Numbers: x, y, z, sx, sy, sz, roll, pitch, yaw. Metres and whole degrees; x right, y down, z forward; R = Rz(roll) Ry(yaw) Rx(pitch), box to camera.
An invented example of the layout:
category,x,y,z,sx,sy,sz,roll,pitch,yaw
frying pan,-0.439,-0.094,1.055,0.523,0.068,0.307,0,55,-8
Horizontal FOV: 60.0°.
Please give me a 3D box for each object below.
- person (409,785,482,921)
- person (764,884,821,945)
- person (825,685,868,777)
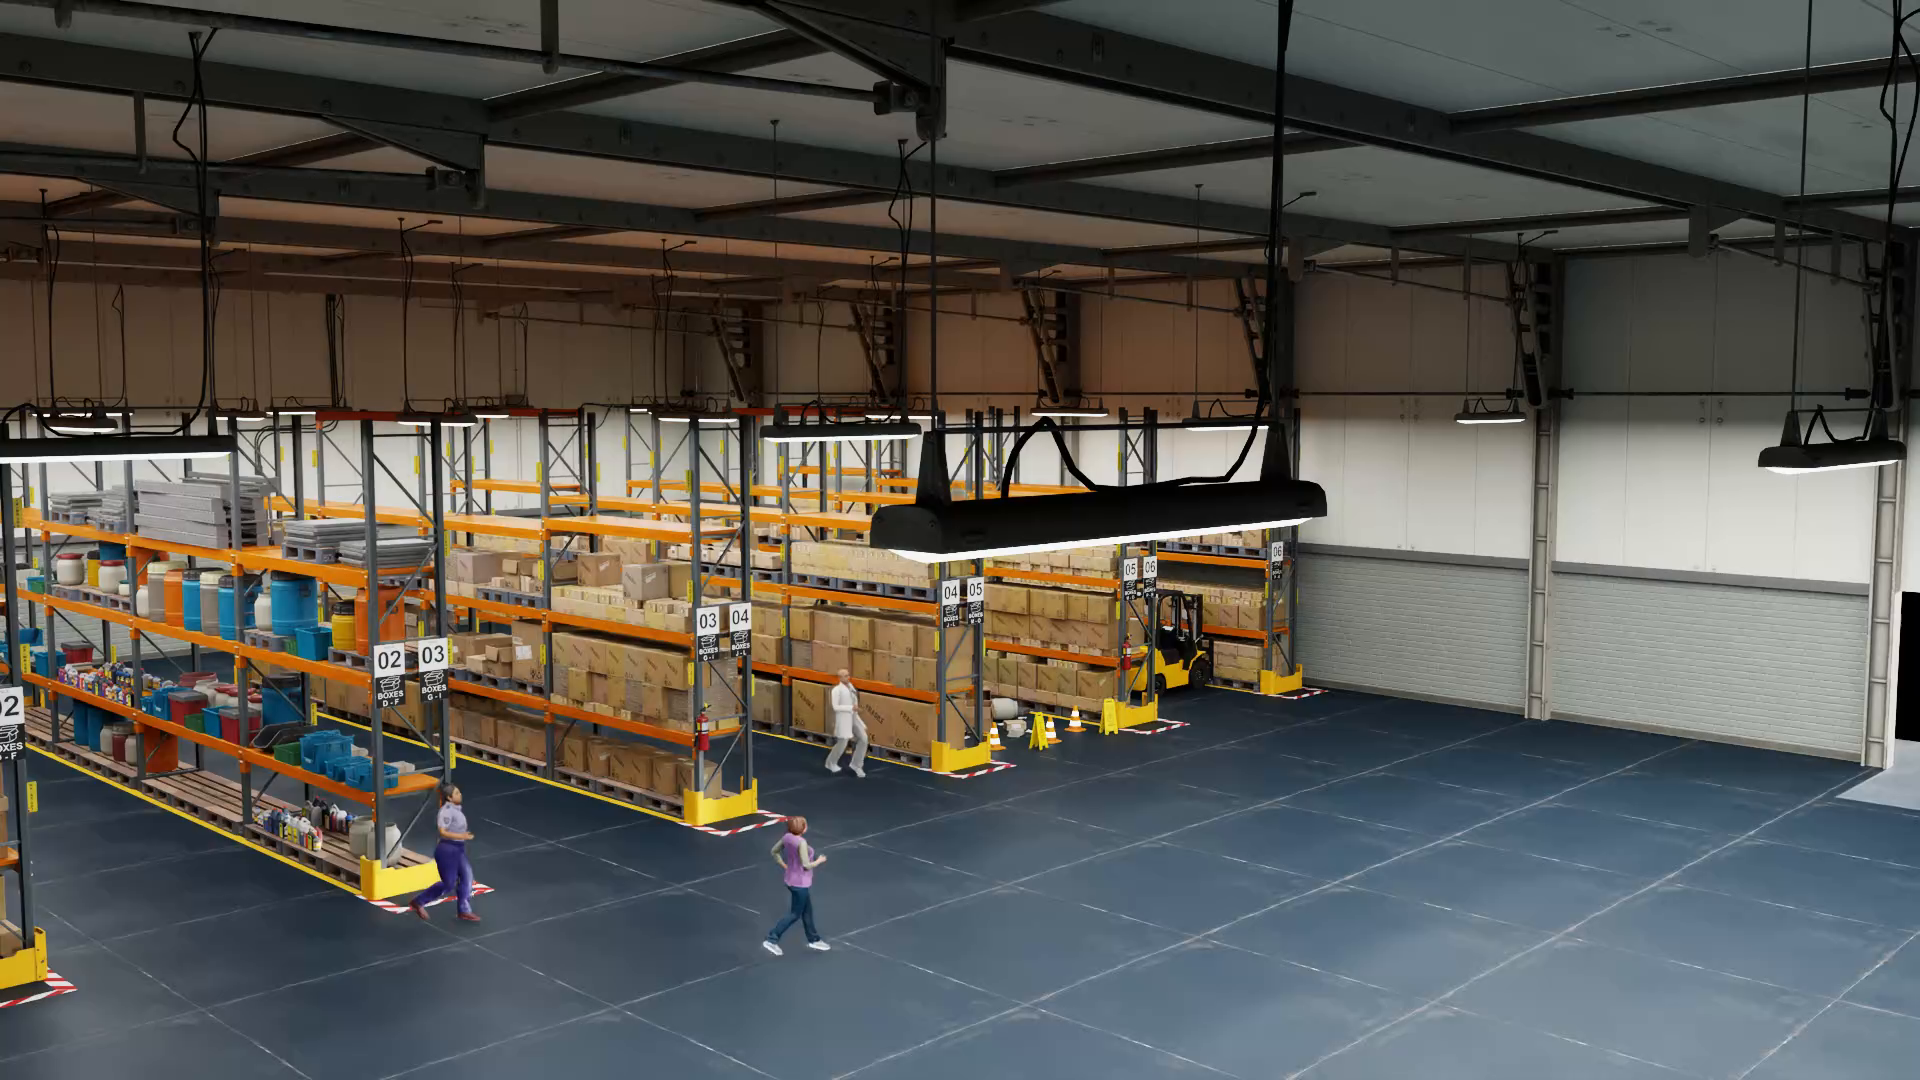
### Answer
category,x,y,z,sx,sy,sz,roll,pitch,yaw
person,-6.163,3.765,19.958,0.814,1.653,0.616,-1,5,-6
person,-1.867,4.146,18.579,0.714,0.826,0.333,-3,6,-29
person,-1.914,3.159,27.544,0.772,1.571,0.618,4,6,38
